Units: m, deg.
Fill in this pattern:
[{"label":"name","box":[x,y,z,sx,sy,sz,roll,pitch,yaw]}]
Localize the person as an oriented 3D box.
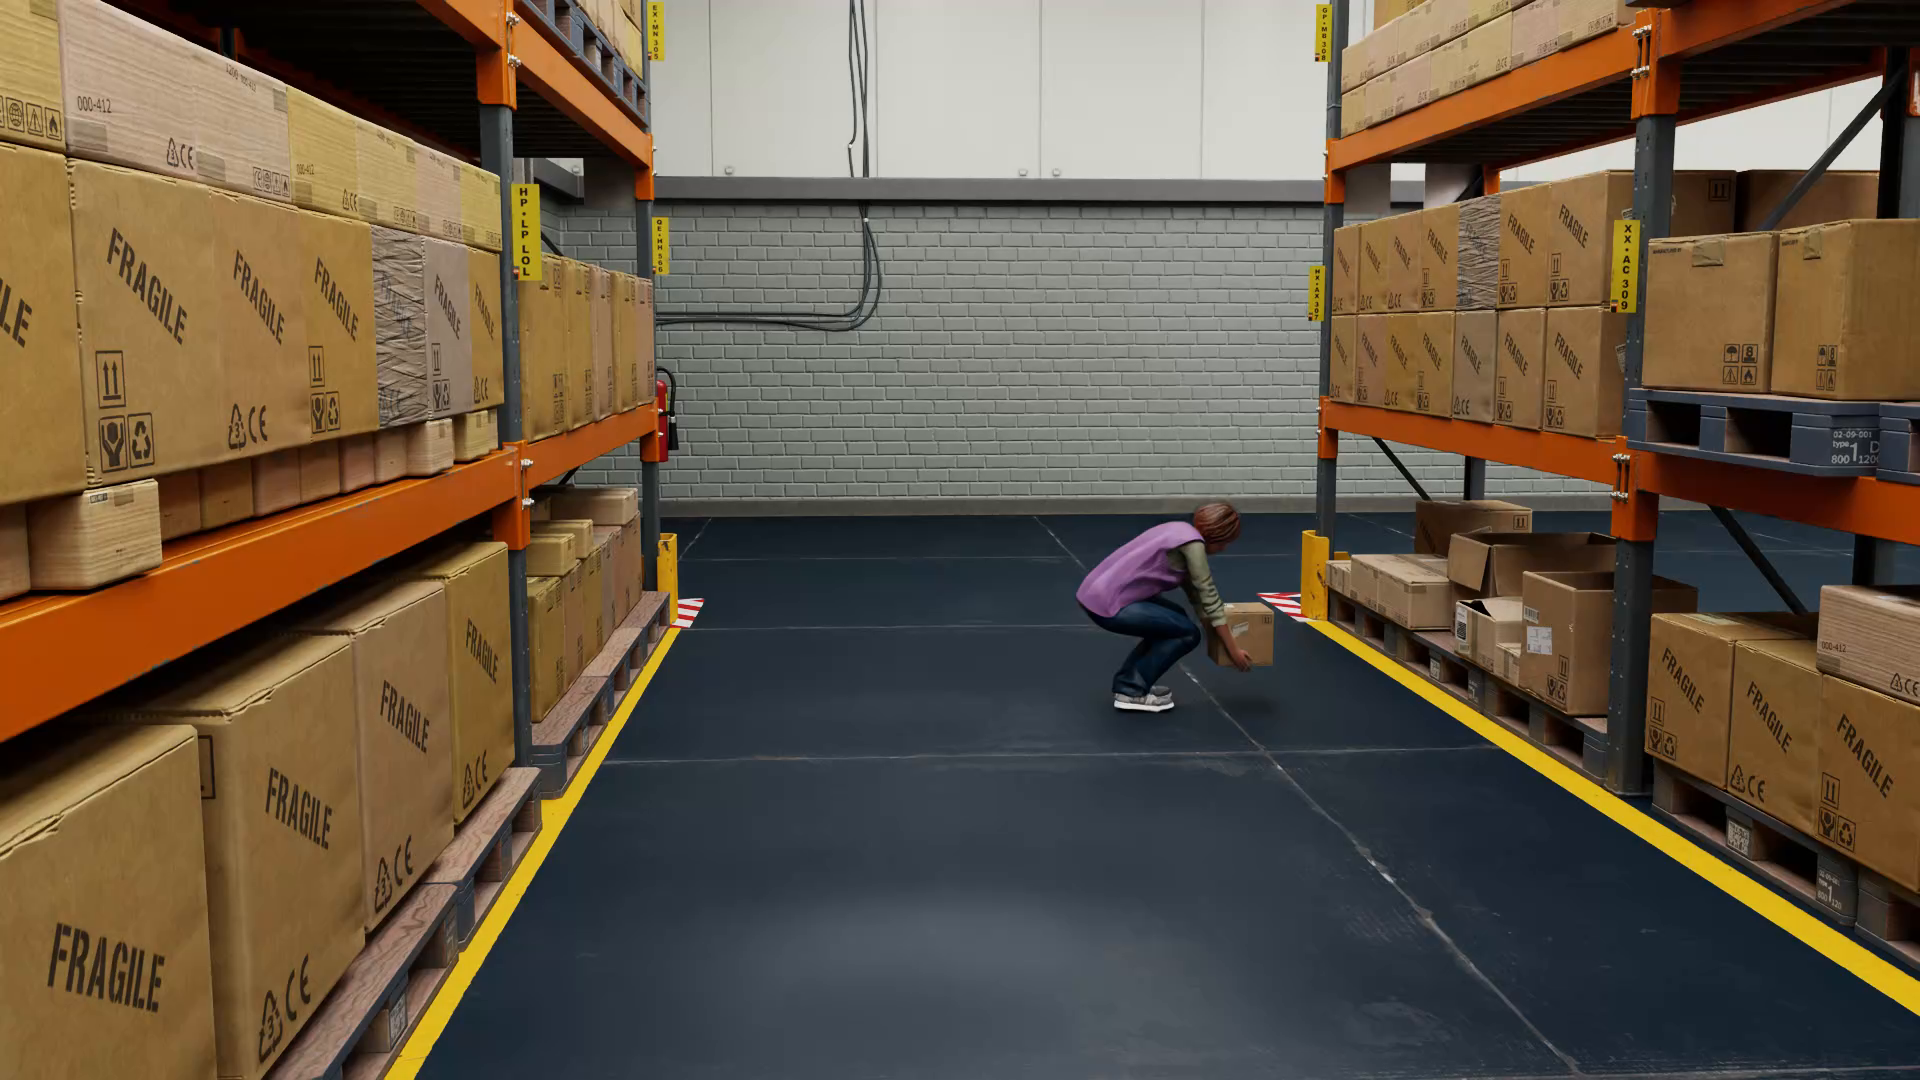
[{"label":"person","box":[0.922,0.304,7.619,0.797,0.919,0.449,0,7,-4]}]
